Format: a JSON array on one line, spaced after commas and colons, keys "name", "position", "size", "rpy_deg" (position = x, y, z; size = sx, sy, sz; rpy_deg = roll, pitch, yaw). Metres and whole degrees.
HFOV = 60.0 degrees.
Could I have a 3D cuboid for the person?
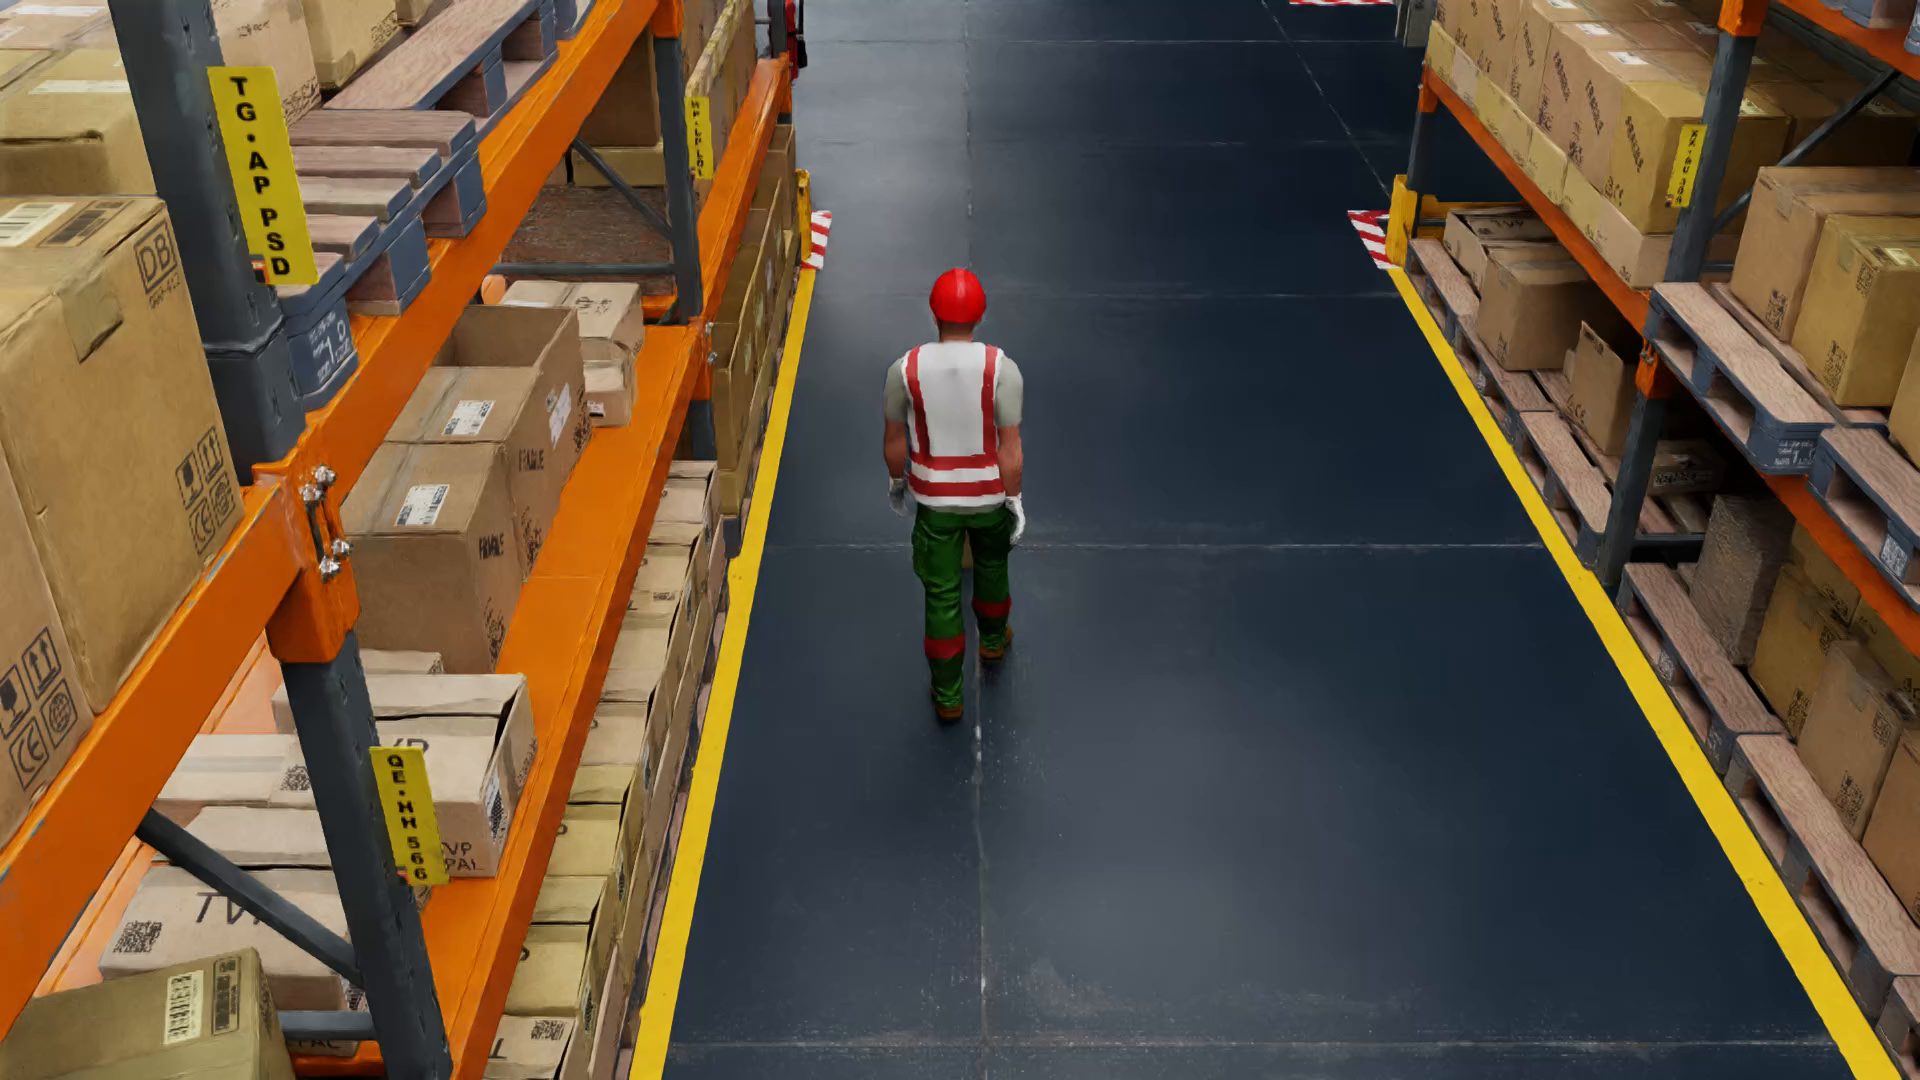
[{"name": "person", "position": [-0.025, -0.216, 6.446], "size": [0.535, 1.777, 0.700], "rpy_deg": [-1, 31, -1]}]
